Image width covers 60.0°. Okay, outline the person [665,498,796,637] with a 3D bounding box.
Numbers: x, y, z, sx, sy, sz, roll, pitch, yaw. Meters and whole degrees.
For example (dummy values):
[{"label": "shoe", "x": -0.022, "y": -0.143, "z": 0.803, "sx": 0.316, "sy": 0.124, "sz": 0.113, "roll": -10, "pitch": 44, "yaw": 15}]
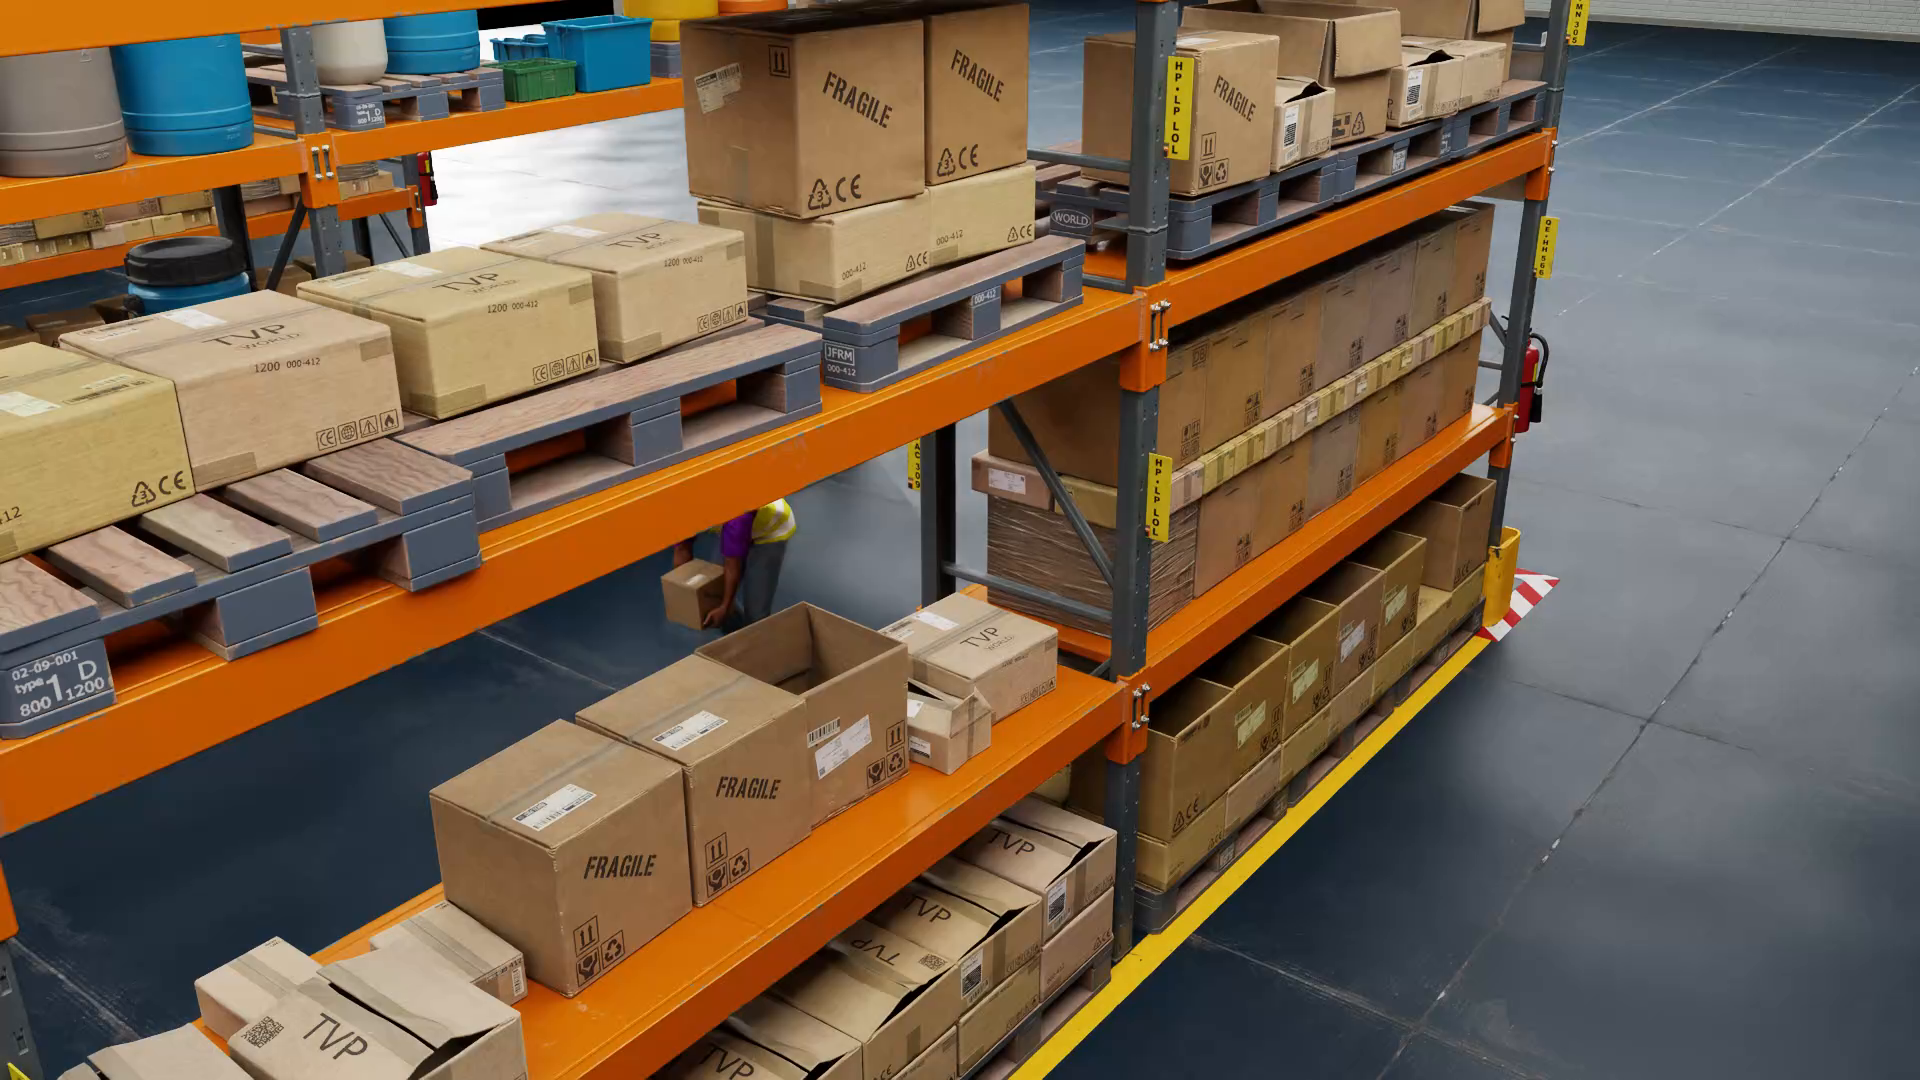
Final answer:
[{"label": "person", "x": -1.209, "y": 0.167, "z": 8.577, "sx": 0.488, "sy": 1.450, "sz": 0.857, "roll": 16, "pitch": 28, "yaw": 32}]
